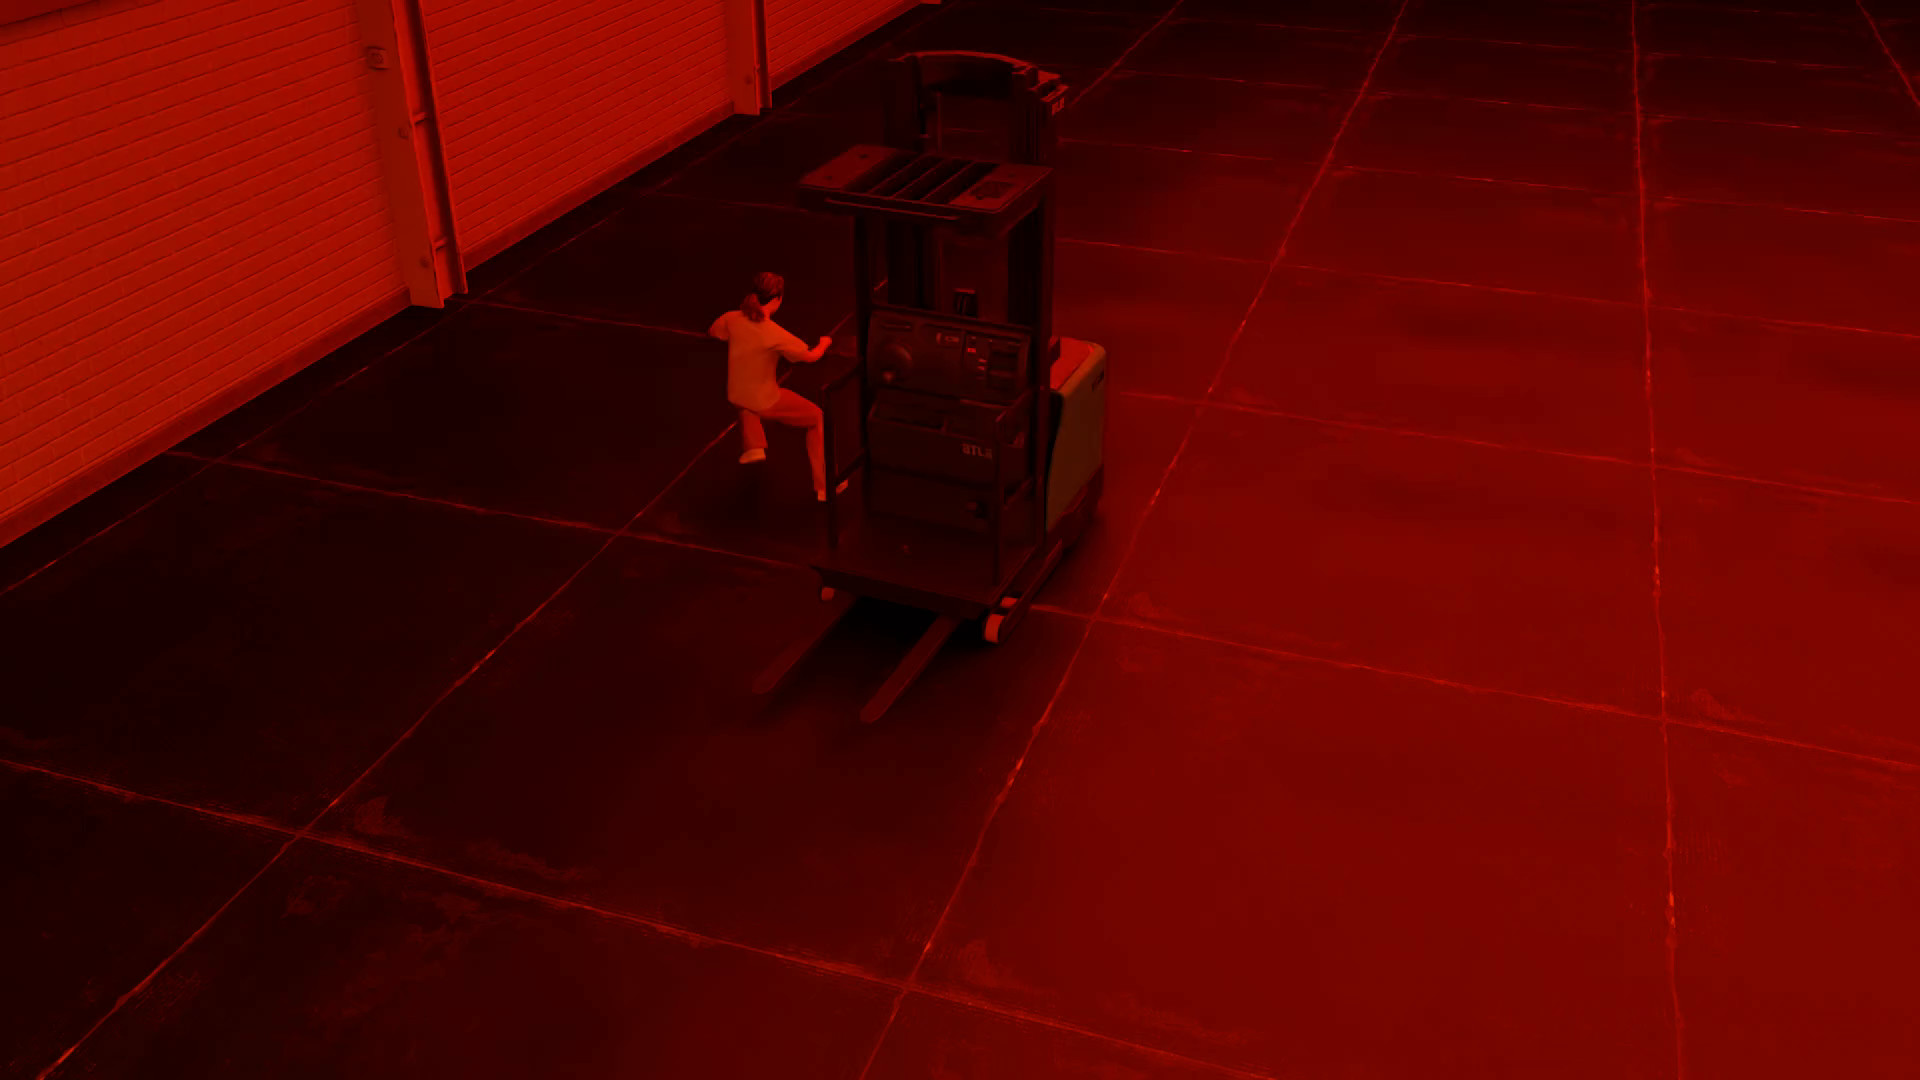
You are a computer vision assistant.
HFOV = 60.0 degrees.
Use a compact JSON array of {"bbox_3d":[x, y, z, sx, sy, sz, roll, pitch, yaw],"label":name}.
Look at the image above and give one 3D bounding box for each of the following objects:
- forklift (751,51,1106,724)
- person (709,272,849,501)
[{"bbox_3d":[-0.149,-0.944,8.792,1.130,2.935,3.031,12,32,20],"label":"forklift"},{"bbox_3d":[-1.148,-1.022,10.408,0.871,1.469,0.688,15,33,25],"label":"person"}]
